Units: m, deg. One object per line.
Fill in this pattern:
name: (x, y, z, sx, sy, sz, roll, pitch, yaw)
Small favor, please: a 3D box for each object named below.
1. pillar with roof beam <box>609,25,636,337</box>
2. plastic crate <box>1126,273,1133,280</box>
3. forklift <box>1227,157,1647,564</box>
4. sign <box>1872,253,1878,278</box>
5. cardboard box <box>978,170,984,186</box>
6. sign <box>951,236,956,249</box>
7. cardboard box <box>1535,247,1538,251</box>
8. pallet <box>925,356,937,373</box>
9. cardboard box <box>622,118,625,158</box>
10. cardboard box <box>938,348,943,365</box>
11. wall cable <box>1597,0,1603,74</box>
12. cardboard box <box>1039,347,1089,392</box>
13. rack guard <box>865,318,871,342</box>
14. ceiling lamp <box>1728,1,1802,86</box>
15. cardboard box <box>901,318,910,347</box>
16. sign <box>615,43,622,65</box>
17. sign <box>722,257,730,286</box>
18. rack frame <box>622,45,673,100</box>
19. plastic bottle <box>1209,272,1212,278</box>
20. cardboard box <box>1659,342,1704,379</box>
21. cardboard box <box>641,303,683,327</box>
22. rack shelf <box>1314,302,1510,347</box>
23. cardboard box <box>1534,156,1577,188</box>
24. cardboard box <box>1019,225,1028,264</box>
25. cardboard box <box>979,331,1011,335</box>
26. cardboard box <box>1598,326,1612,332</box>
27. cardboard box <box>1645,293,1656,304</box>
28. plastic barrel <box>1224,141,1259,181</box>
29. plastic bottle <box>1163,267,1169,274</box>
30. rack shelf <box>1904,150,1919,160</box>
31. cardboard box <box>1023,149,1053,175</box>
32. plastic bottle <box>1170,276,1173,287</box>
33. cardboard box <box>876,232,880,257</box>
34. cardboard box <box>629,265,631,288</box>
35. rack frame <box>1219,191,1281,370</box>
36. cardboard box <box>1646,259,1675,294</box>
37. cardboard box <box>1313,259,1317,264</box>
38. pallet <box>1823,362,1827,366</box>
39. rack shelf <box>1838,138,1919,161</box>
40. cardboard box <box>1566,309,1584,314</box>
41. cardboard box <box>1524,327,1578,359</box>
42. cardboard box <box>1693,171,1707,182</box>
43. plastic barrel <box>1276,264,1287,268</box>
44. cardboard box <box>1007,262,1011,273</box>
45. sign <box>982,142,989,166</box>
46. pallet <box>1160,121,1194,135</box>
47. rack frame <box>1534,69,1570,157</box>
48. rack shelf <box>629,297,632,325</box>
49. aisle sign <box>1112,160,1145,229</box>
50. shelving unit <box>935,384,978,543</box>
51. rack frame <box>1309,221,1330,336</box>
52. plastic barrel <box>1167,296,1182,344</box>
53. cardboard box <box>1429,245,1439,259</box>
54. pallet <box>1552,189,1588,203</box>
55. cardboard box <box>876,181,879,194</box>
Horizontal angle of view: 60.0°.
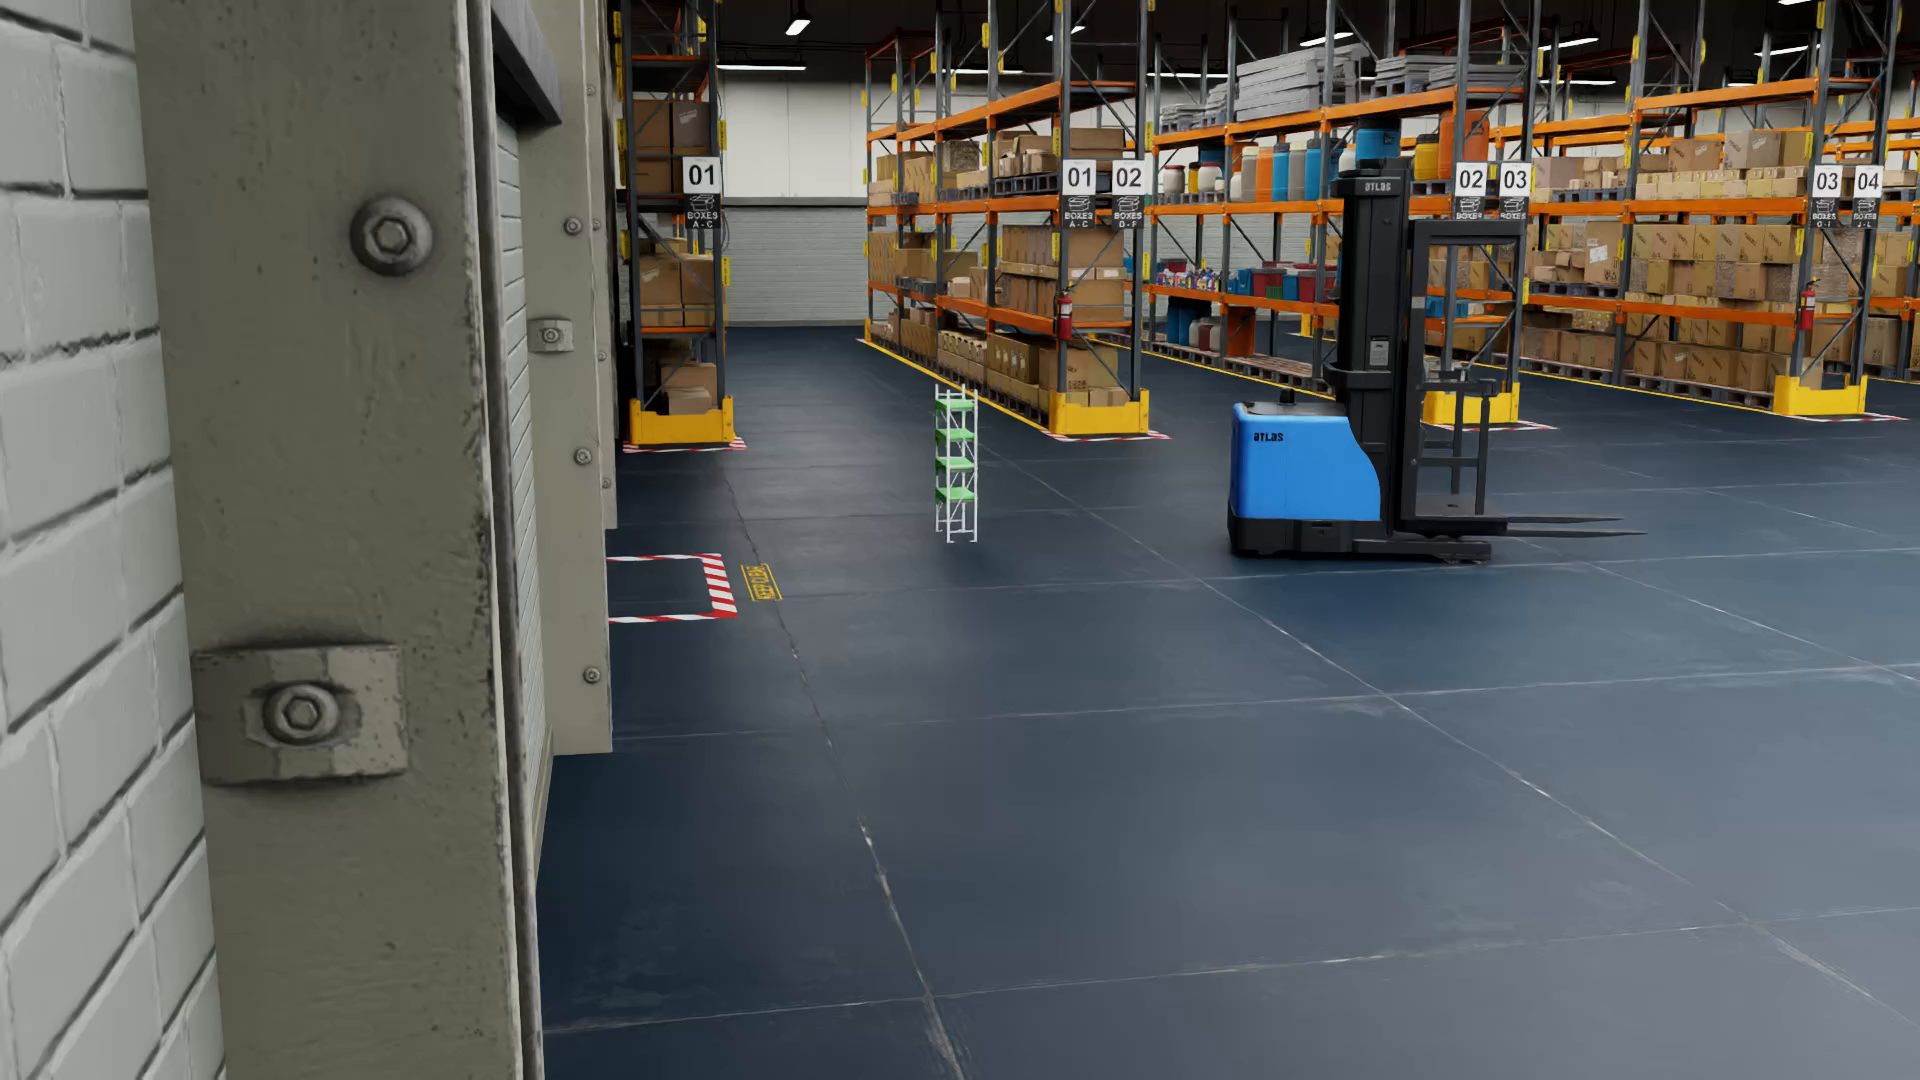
pillar with roof beam: (-3.455, -9.103, 36.954, 9.100, 9.000, 0.548, -2, 11, -11)
plastic crate: (3.558, -5.370, 33.934, 0.293, 0.136, 0.466, -2, 11, -11)
forklift: (3.609, -1.366, 12.535, 3.031, 2.935, 1.130, 1, 11, 6)
sign: (11.916, -3.586, 21.700, 0.100, 0.325, 0.005, -2, 11, -11)
cardboard box: (0.576, -5.474, 25.191, 0.500, 0.250, 0.500, -3, 11, -16)
sign: (-0.124, -5.572, 31.353, 0.100, 0.325, 0.005, -2, 11, -11)
cardboard box: (13.102, -6.243, 36.912, 0.500, 0.500, 0.500, -2, 11, -11)
pallet: (0.002, -3.017, 28.485, 1.003, 0.211, 1.213, -2, 11, -11)
cardboard box: (-4.155, -5.258, 21.781, 0.500, 0.500, 0.500, -2, 11, -10)
cardboard box: (-0.076, -2.998, 27.154, 0.500, 0.250, 0.500, -2, 11, -11)
wall cable: (15.583, -13.619, 43.035, 2.355, 3.000, 0.029, -2, 11, -11)
cardboard box: (1.270, -2.093, 20.396, 0.500, 0.500, 0.500, -2, 11, -11)
rack guard: (-1.431, -4.474, 35.366, 1.175, 0.500, 0.348, -2, 11, -11)
ceiling lamp: (20.056, -12.839, 40.972, 2.000, 3.185, 0.800, -2, 11, -11)
cardboard box: (-0.813, -3.873, 31.031, 0.500, 0.500, 0.500, -3, 11, -14)
sign: (-5.292, -7.531, 25.774, 0.100, 0.325, 0.005, -2, 11, -11)
sign: (-2.660, -3.046, 18.861, 0.100, 0.325, 0.005, -2, 11, -11)
rack frame: (-6.304, -8.482, 33.695, 1.000, 3.000, 0.127, -2, 11, -11)
plastic bottle: (4.662, -4.846, 30.979, 0.097, 0.271, 0.097, 0, 11, 0)
cardboard box: (10.763, -2.674, 24.783, 0.500, 0.500, 0.500, 1, 11, 7)
cardboard box: (-3.474, -2.616, 19.264, 0.500, 0.250, 0.500, -2, 11, -10)
rack shelf: (6.136, -2.974, 22.726, 1.077, 0.370, 4.000, -2, 11, -11)
cardboard box: (9.867, -6.096, 27.575, 0.500, 0.500, 0.500, -2, 11, -13)
cardboard box: (1.177, -3.936, 22.116, 0.700, 0.500, 0.500, -2, 11, -11)
cardboard box: (0.561, -3.198, 26.705, 0.500, 0.311, 0.500, -2, 11, -12)
cardboard box: (13.524, -4.369, 34.631, 0.380, 0.149, 0.250, -2, 11, -10)
cardboard box: (10.464, -3.610, 24.812, 0.380, 0.149, 0.250, -2, 11, -11)
plastic barrel: (4.862, -6.423, 28.628, 0.600, 0.830, 0.708, -2, 11, -11)
plastic bottle: (3.950, -5.054, 31.859, 0.144, 0.351, 0.185, -2, 11, -11)
rack shelf: (23.250, -8.842, 37.520, 1.077, 0.370, 4.000, -2, 11, -11)
cardboard box: (1.075, -4.790, 21.059, 0.500, 0.311, 0.500, -1, 11, -4)
plastic bottle: (3.994, -4.858, 31.231, 0.097, 0.201, 0.097, 0, 11, 0)
cardboard box: (-1.417, -5.978, 33.640, 0.500, 0.500, 0.500, -2, 11, -10)
cardboard box: (-5.099, -4.350, 26.913, 0.500, 0.500, 0.500, -2, 11, -11)
rack frame: (4.969, -4.428, 28.440, 1.000, 3.000, 0.127, -2, 11, -11)
cardboard box: (10.695, -3.892, 24.561, 0.875, 0.500, 0.500, -2, 11, -11)
cardboard box: (8.100, -6.050, 36.567, 0.500, 0.250, 0.500, -2, 11, -13)
pallet: (14.792, -3.253, 29.723, 1.003, 0.211, 1.213, -2, 11, -11)
rack shelf: (19.160, -7.733, 32.751, 1.077, 0.370, 4.000, -2, 11, -11)
cardboard box: (13.285, -4.894, 35.799, 0.380, 0.149, 0.250, -3, 11, -13)
cardboard box: (10.098, -3.373, 28.405, 0.700, 0.500, 0.500, -3, 11, -16)
cardboard box: (10.657, -5.162, 23.607, 0.380, 0.149, 0.250, -2, 11, -12)
plastic barrel: (5.379, -4.302, 27.479, 0.421, 0.512, 0.421, 0, 11, 0)
cardboard box: (0.851, -3.733, 22.787, 0.380, 0.149, 0.250, -2, 11, -13)
sign: (0.358, -5.376, 23.171, 0.100, 0.325, 0.005, -2, 11, -11)
pallet: (4.383, -7.669, 30.997, 1.003, 0.211, 1.213, -2, 11, -11)
rack frame: (13.157, -9.185, 37.384, 1.000, 3.000, 0.127, -2, 11, -11)
rack shelf: (-4.359, -3.348, 24.687, 1.077, 0.370, 4.000, -2, 11, -11)
aisle sign: (1.979, -4.058, 19.540, 0.394, 0.787, 0.004, -2, 11, -11)
shelving unit: (-0.032, -0.620, 13.244, 0.258, 1.200, 0.503, -2, 11, -11)
rack frame: (8.272, -6.076, 37.095, 1.000, 3.000, 0.127, -2, 11, -11)
plastic barrel: (4.281, -4.237, 31.924, 0.600, 0.901, 0.708, -2, 11, -11)
cardboard box: (9.304, -5.641, 31.860, 0.797, 0.503, 0.637, -2, 11, -10)
pallet: (10.385, -5.563, 26.883, 1.213, 0.211, 1.003, -2, 11, -11)
cardboard box: (-1.408, -7.074, 33.384, 0.500, 0.250, 0.500, -2, 11, -11)
